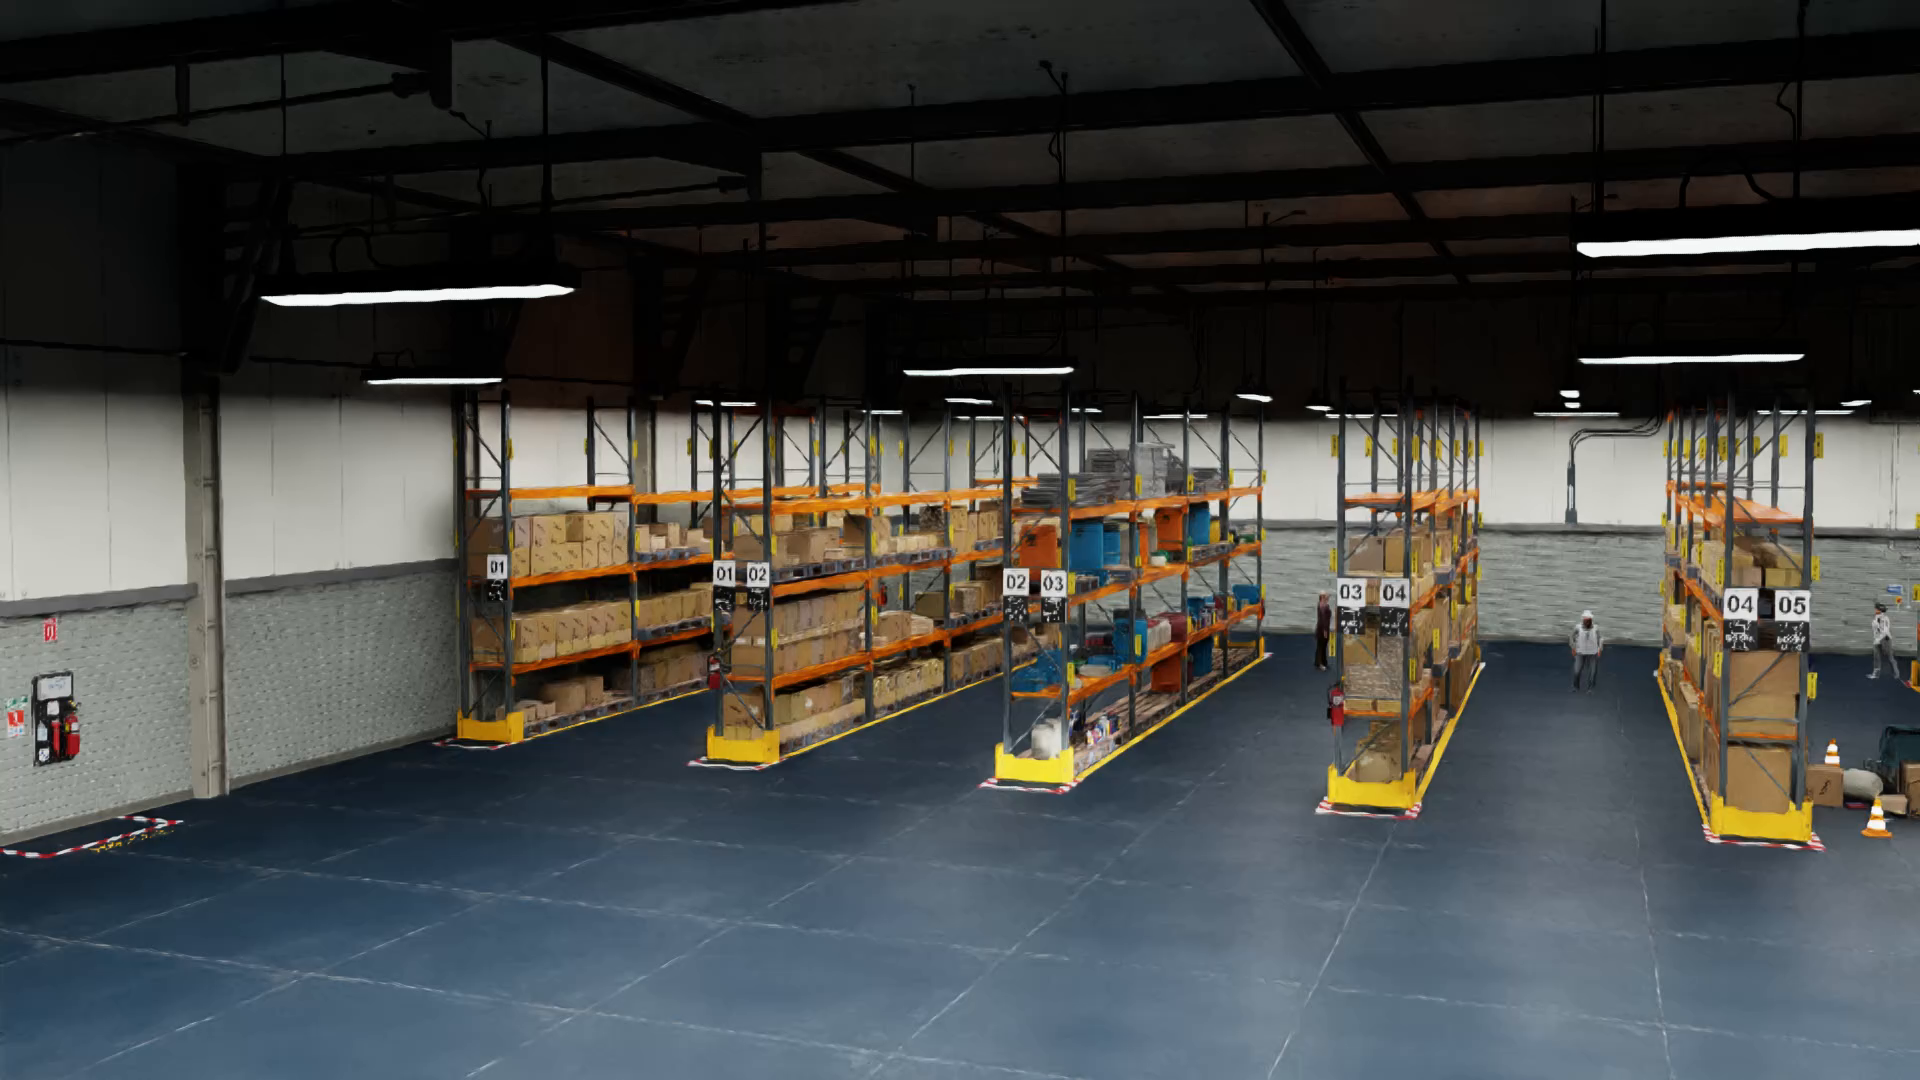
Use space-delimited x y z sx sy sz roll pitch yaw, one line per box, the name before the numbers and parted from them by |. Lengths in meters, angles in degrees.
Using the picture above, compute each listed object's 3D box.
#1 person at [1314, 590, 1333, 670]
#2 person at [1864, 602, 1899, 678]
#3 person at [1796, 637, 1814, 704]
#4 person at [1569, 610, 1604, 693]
person | 8.228 2.024 37.579 0.447 1.777 0.675 0 3 9
person | 20.089 2.182 36.184 0.680 1.660 0.497 0 3 -3
person | 16.472 2.373 32.634 0.594 1.640 0.564 -2 4 -36
person | 12.776 2.283 33.918 0.680 1.719 0.588 1 3 18
